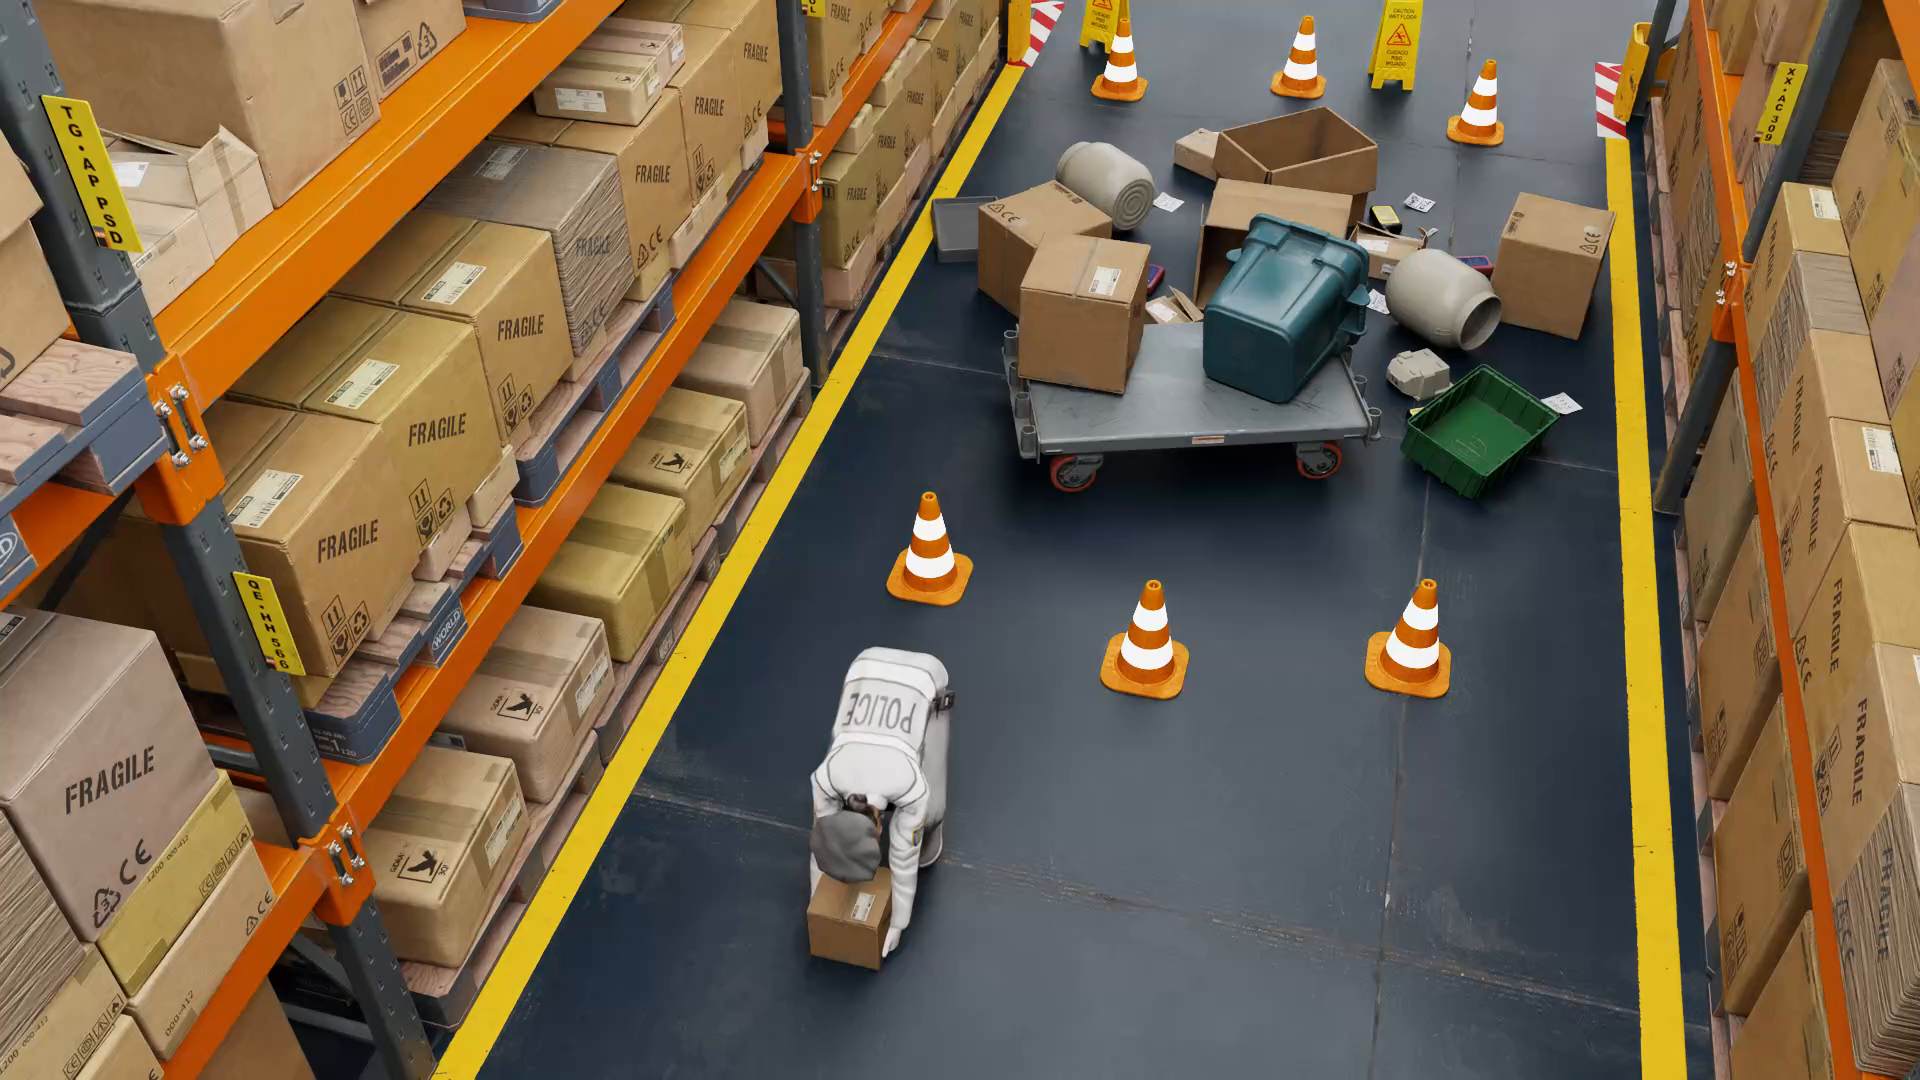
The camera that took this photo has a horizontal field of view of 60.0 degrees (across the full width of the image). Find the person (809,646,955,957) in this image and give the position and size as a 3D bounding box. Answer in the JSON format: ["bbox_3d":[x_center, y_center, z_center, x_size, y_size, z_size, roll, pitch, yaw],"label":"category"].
[{"bbox_3d":[-0.273,0.903,5.806,0.460,0.812,0.902,9,42,10],"label":"person"}]
